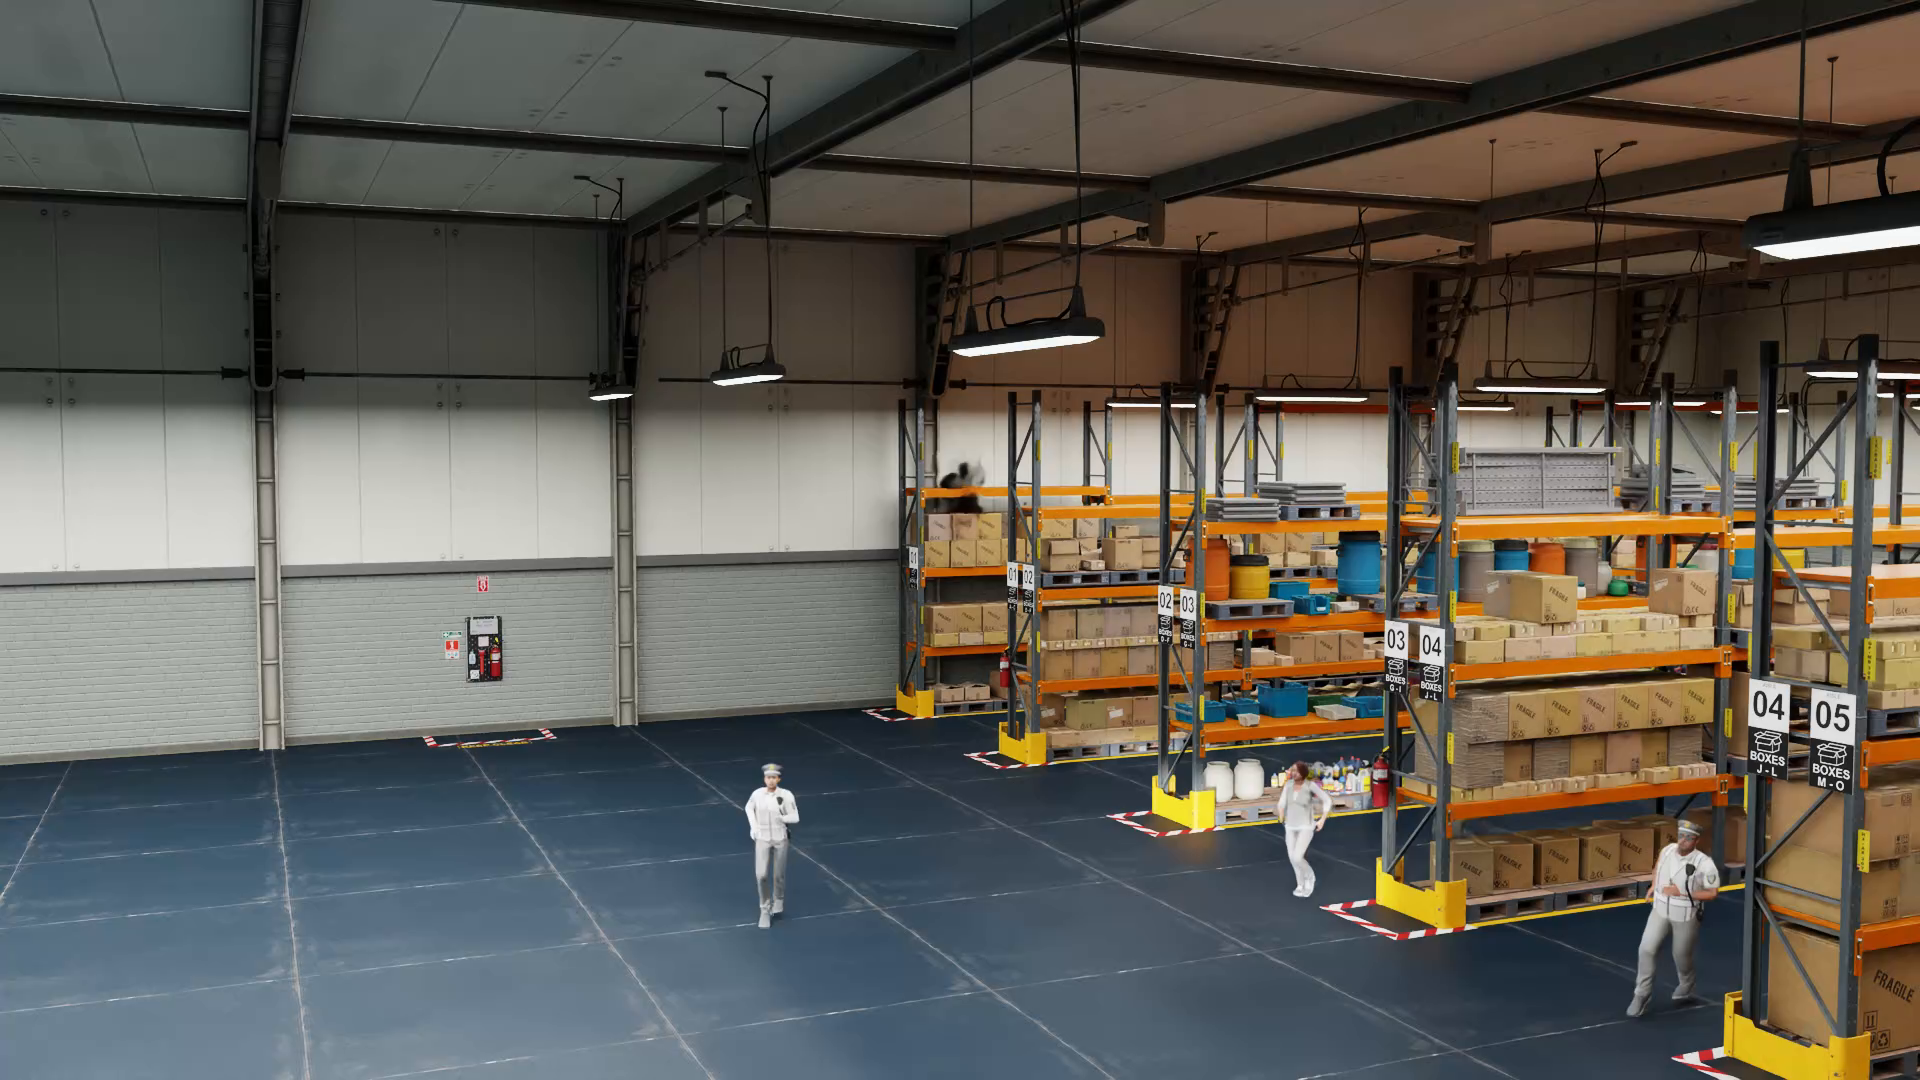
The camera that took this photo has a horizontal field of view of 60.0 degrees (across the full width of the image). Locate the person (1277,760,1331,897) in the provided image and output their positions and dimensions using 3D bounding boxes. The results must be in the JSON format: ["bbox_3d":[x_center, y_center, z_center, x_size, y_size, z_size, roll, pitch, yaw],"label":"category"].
[{"bbox_3d":[3.840,3.272,18.782,0.567,1.567,0.604,3,4,39],"label":"person"}]

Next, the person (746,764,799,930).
[{"bbox_3d":[-2.025,3.271,17.892,0.593,1.747,0.695,0,3,-3],"label":"person"}]

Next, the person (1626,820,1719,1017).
[{"bbox_3d":[6.525,3.410,15.047,0.878,1.806,0.674,-3,5,-44],"label":"person"}]

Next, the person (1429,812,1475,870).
[{"bbox_3d":[6.003,3.152,20.145,0.769,1.658,0.562,-2,4,-26],"label":"person"}]
